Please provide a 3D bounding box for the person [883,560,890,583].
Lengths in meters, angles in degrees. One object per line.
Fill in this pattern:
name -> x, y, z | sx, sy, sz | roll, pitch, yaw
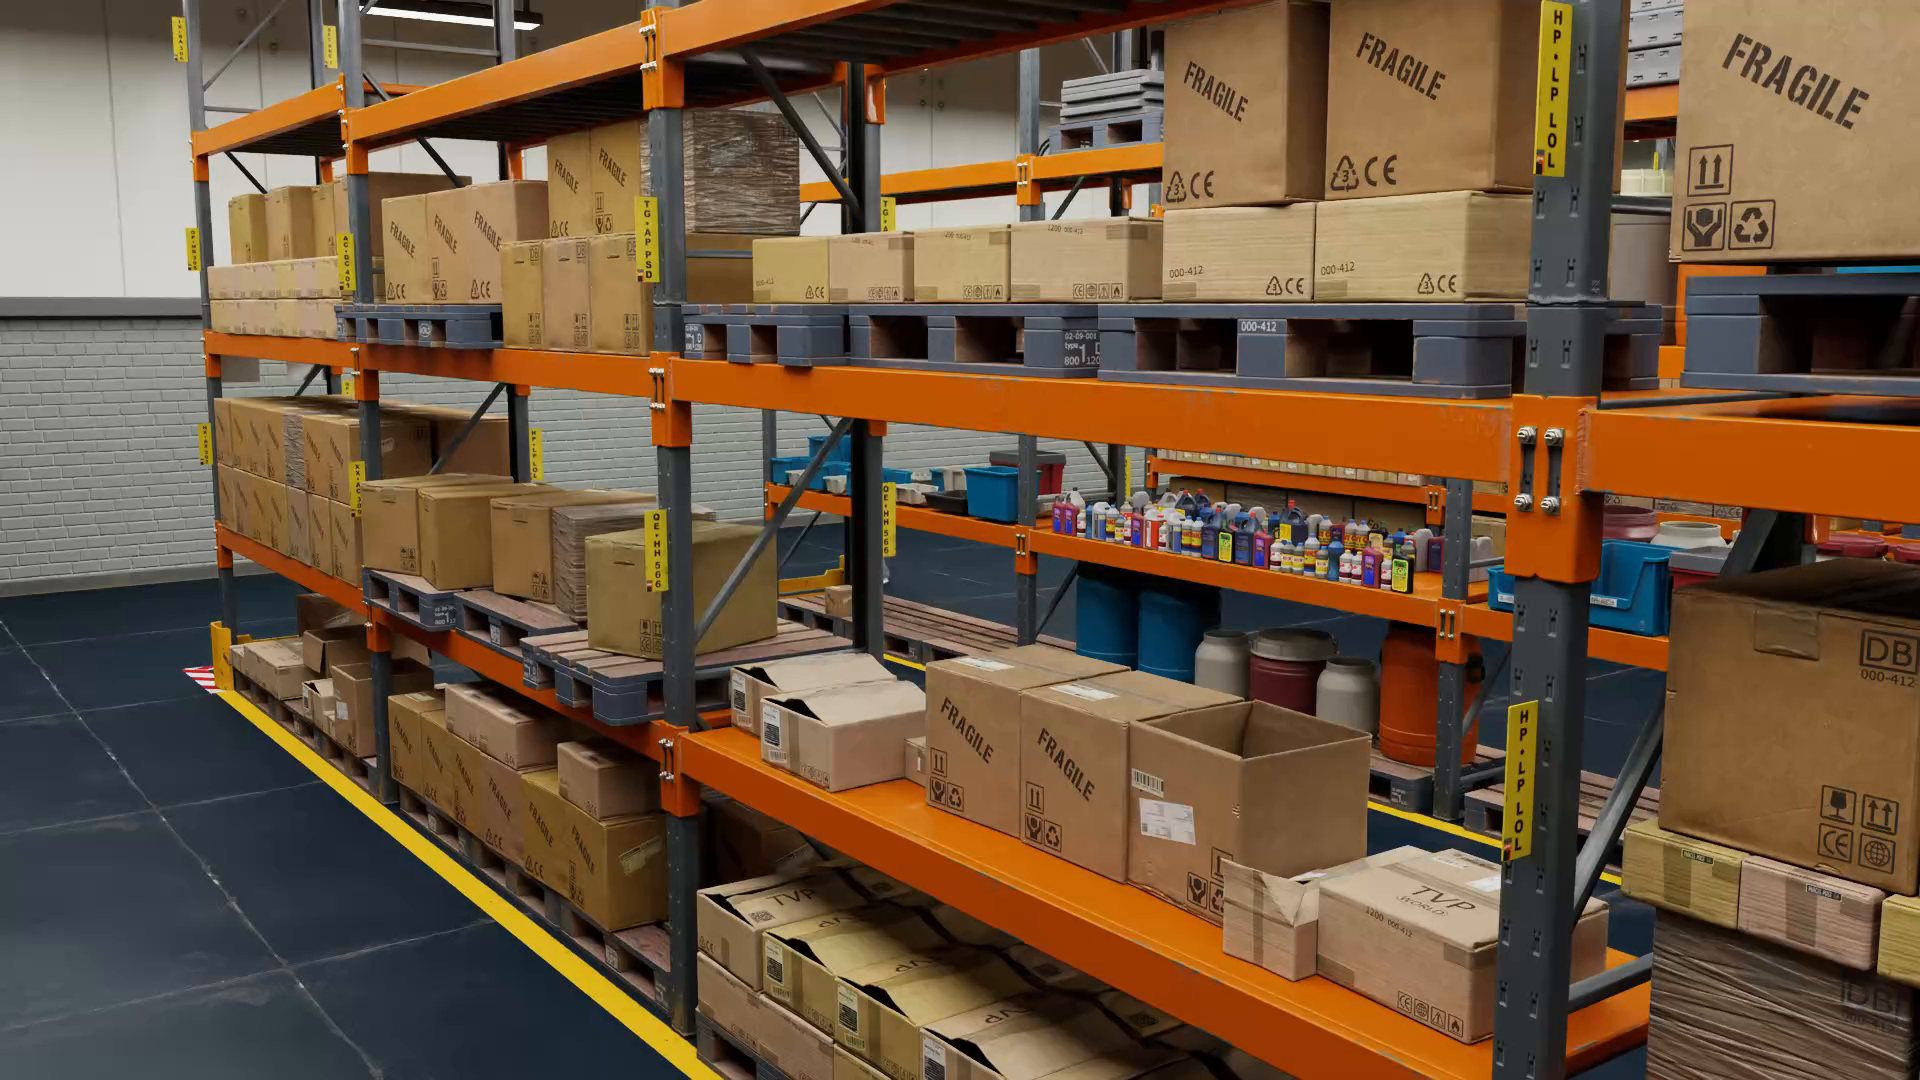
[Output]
person -> -1.027, -0.266, 17.886 | 0.538, 1.630, 0.509 | 2, 8, 15
